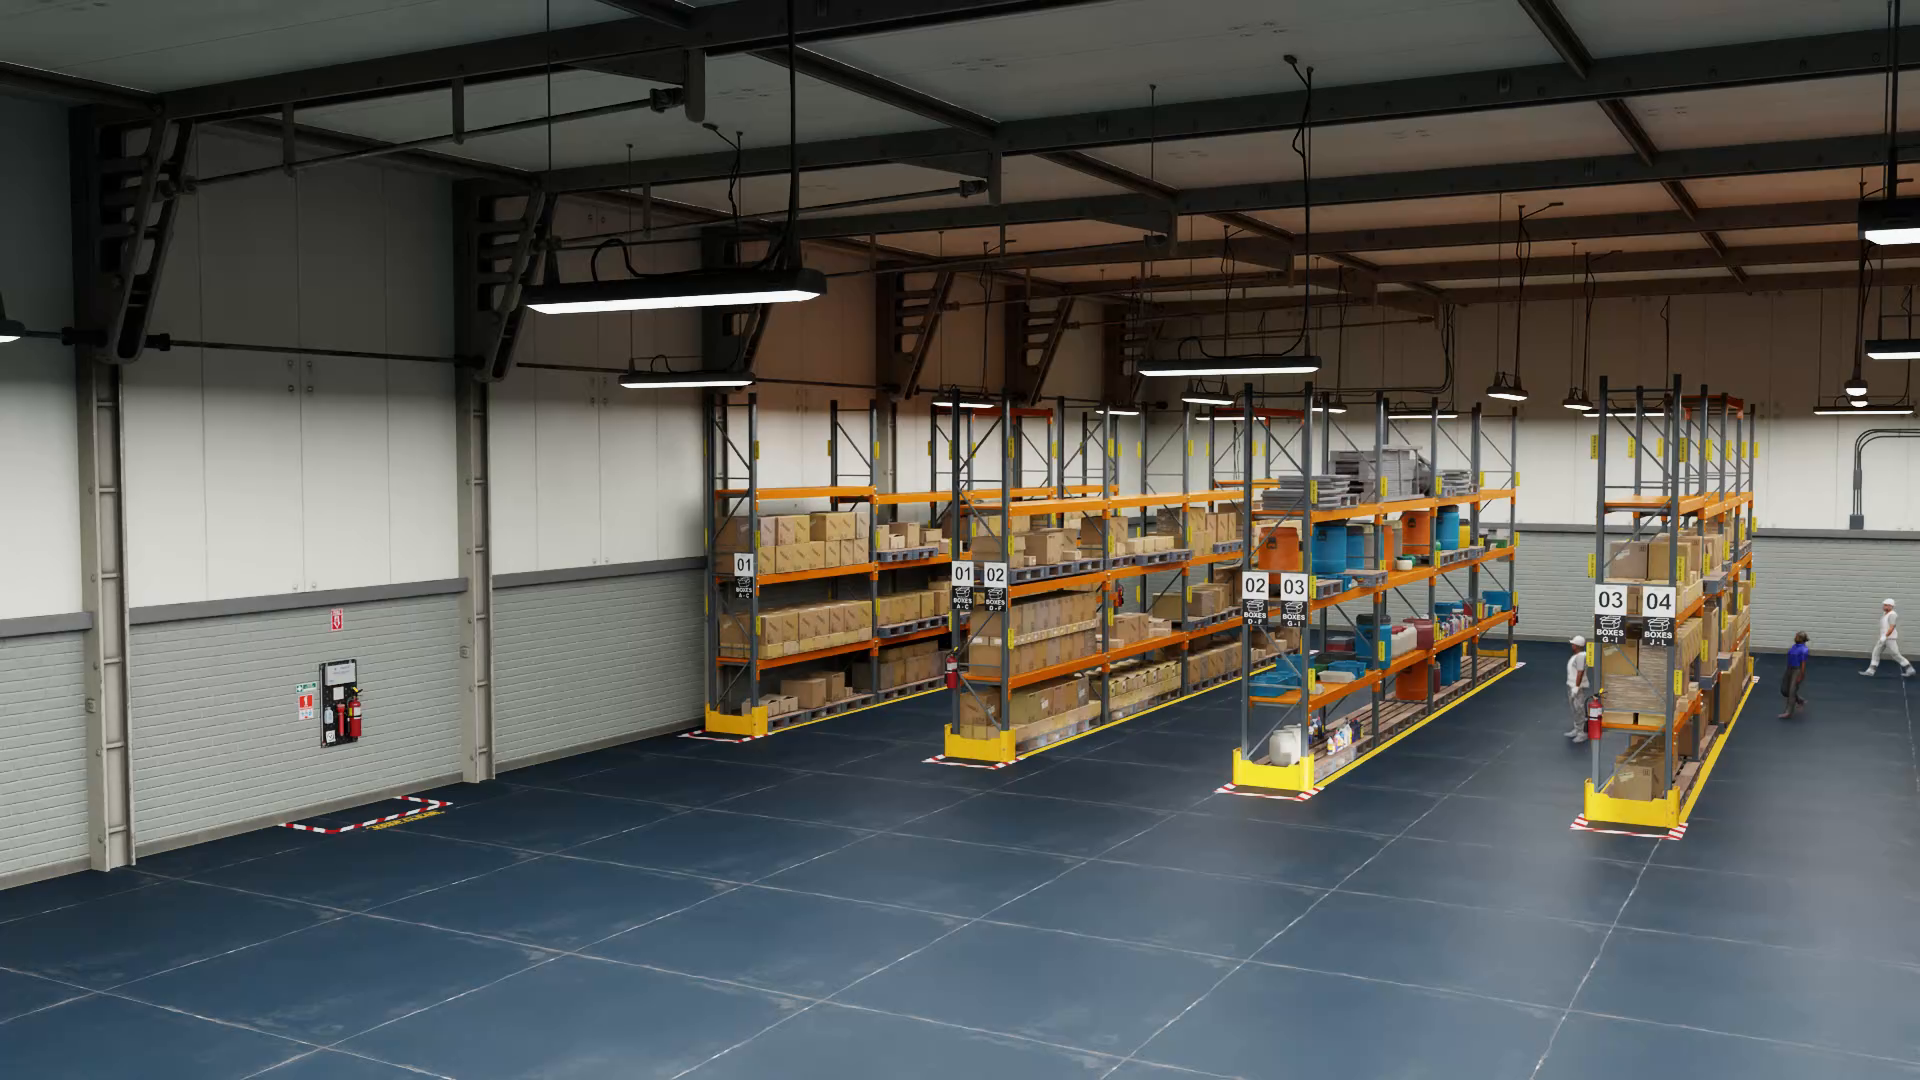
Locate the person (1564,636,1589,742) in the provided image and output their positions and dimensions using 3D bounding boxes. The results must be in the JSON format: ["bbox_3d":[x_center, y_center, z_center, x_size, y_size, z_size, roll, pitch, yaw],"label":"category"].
[{"bbox_3d":[10.694,2.565,28.794,0.398,1.813,0.568,0,3,-1],"label":"person"}]

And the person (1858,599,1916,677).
[{"bbox_3d":[20.342,2.157,36.455,1.089,1.749,0.558,1,3,16],"label":"person"}]

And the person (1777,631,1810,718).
[{"bbox_3d":[15.621,2.509,31.146,0.761,1.623,0.487,-1,3,-15],"label":"person"}]
